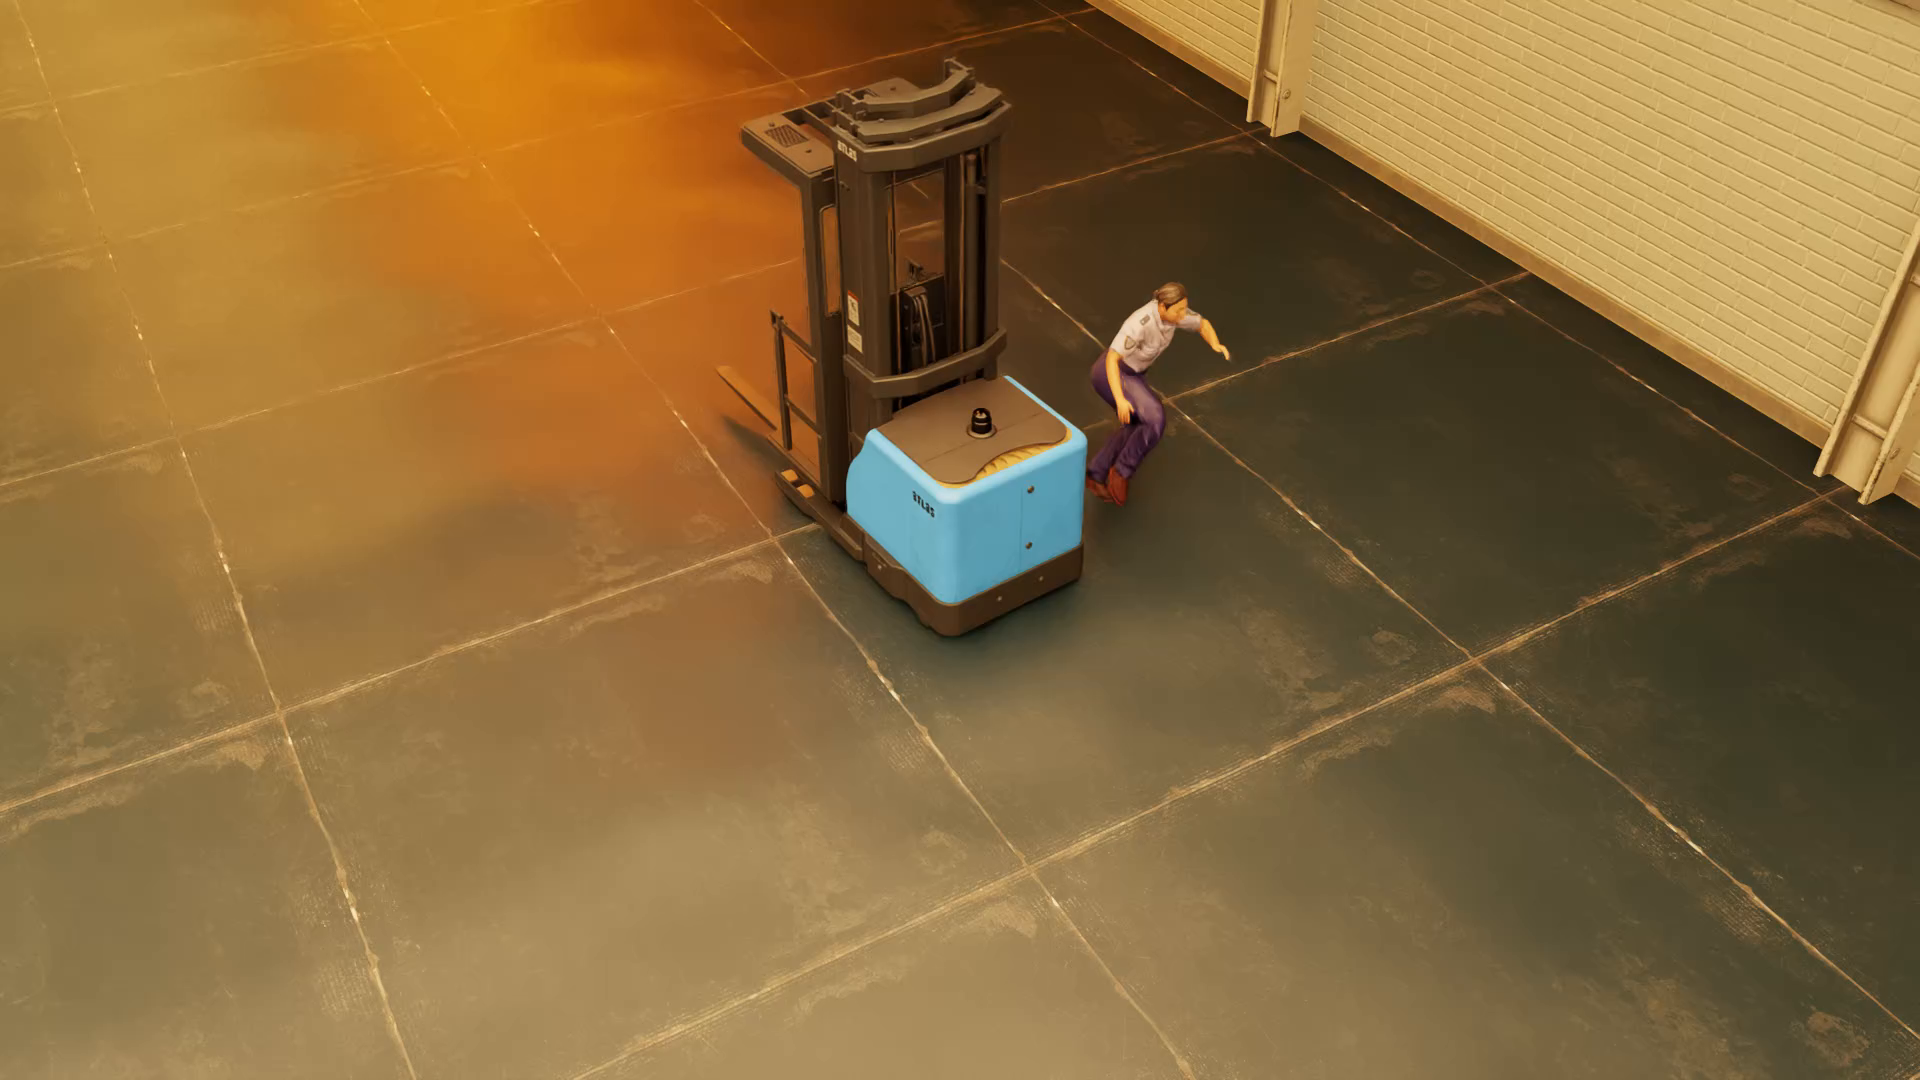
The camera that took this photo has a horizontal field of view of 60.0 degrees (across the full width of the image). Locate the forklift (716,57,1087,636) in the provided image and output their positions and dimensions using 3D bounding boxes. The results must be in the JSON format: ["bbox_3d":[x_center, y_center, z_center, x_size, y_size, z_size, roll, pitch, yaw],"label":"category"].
[{"bbox_3d":[-0.526,-1.474,9.814,1.130,2.935,3.031,-24,45,-26],"label":"forklift"}]

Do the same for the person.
[{"bbox_3d":[1.191,-0.932,10.372,0.859,1.430,0.915,18,43,21],"label":"person"}]
